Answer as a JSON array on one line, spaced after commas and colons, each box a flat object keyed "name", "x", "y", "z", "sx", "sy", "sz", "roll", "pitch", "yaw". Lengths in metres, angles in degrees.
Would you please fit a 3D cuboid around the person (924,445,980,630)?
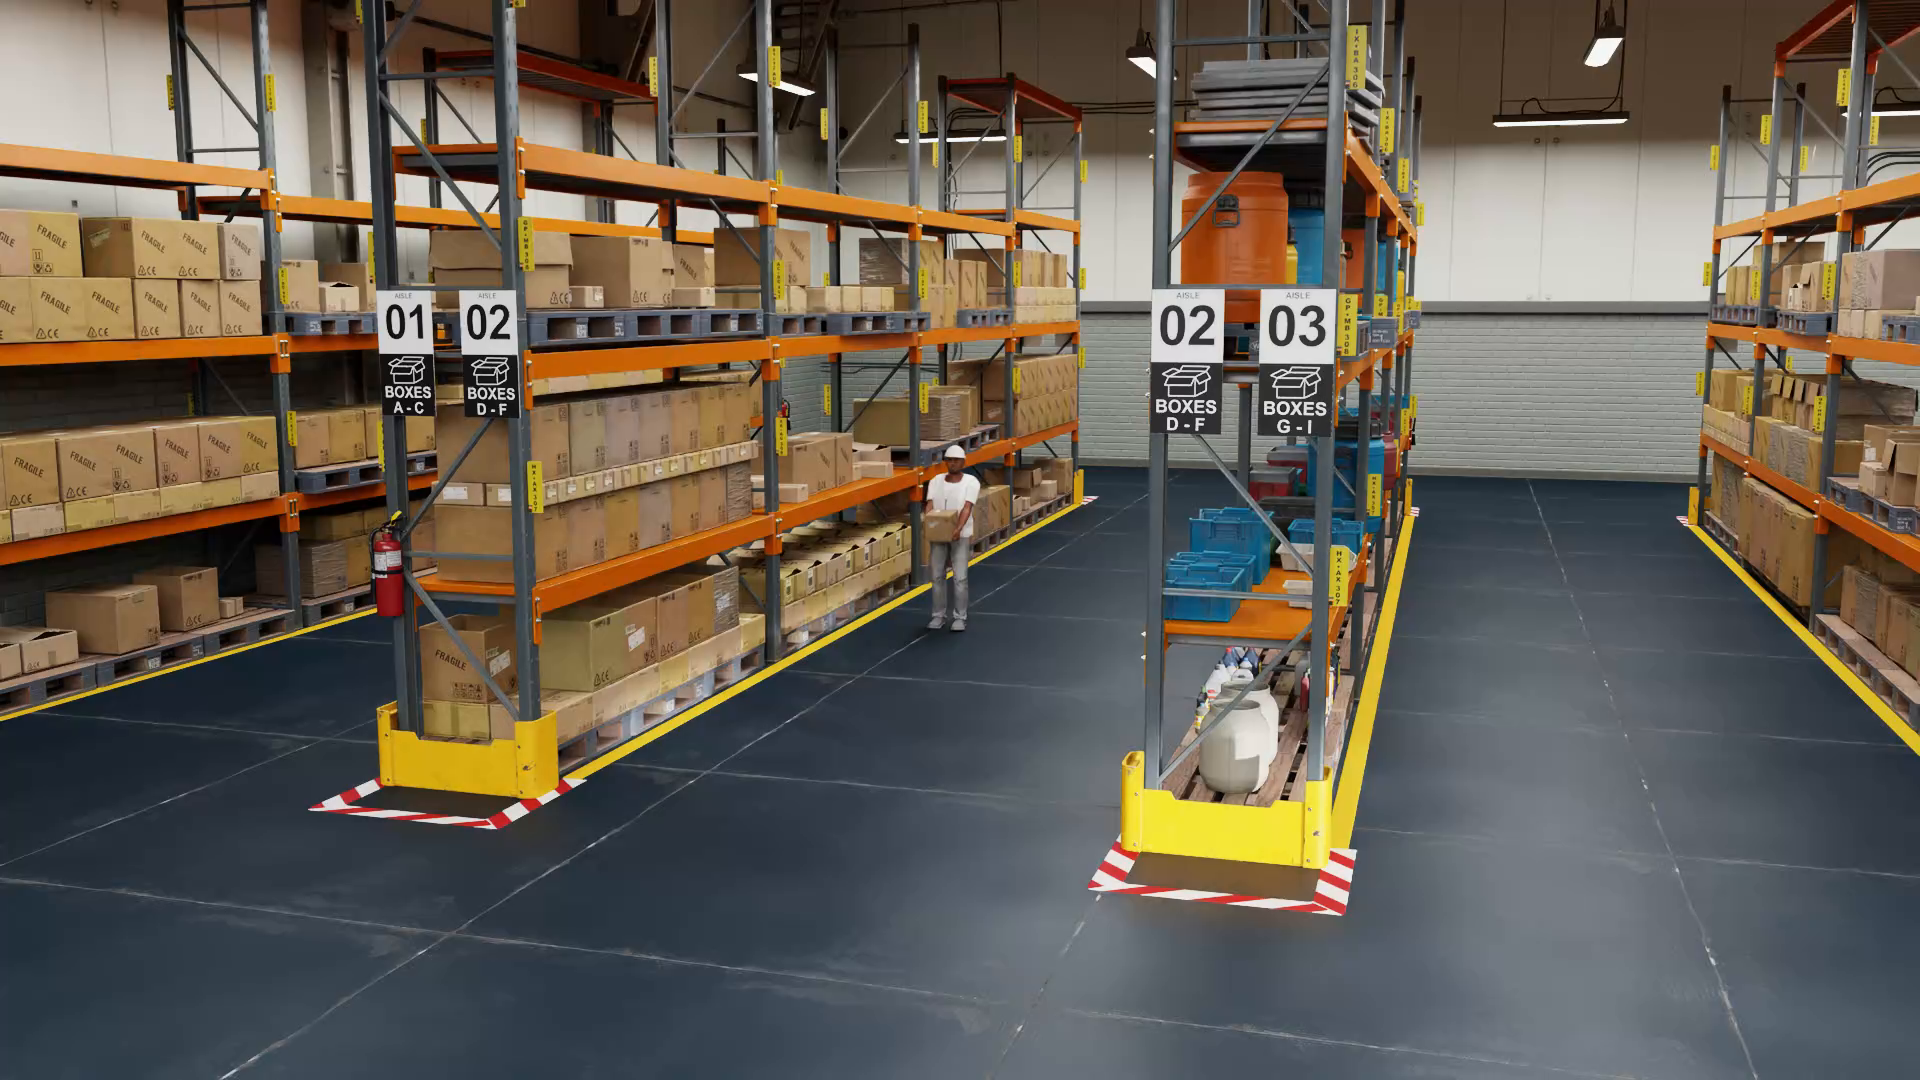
[{"name": "person", "x": -0.100, "y": -0.014, "z": 15.864, "sx": 0.504, "sy": 1.760, "sz": 0.575, "roll": 3, "pitch": 9, "yaw": 17}]
